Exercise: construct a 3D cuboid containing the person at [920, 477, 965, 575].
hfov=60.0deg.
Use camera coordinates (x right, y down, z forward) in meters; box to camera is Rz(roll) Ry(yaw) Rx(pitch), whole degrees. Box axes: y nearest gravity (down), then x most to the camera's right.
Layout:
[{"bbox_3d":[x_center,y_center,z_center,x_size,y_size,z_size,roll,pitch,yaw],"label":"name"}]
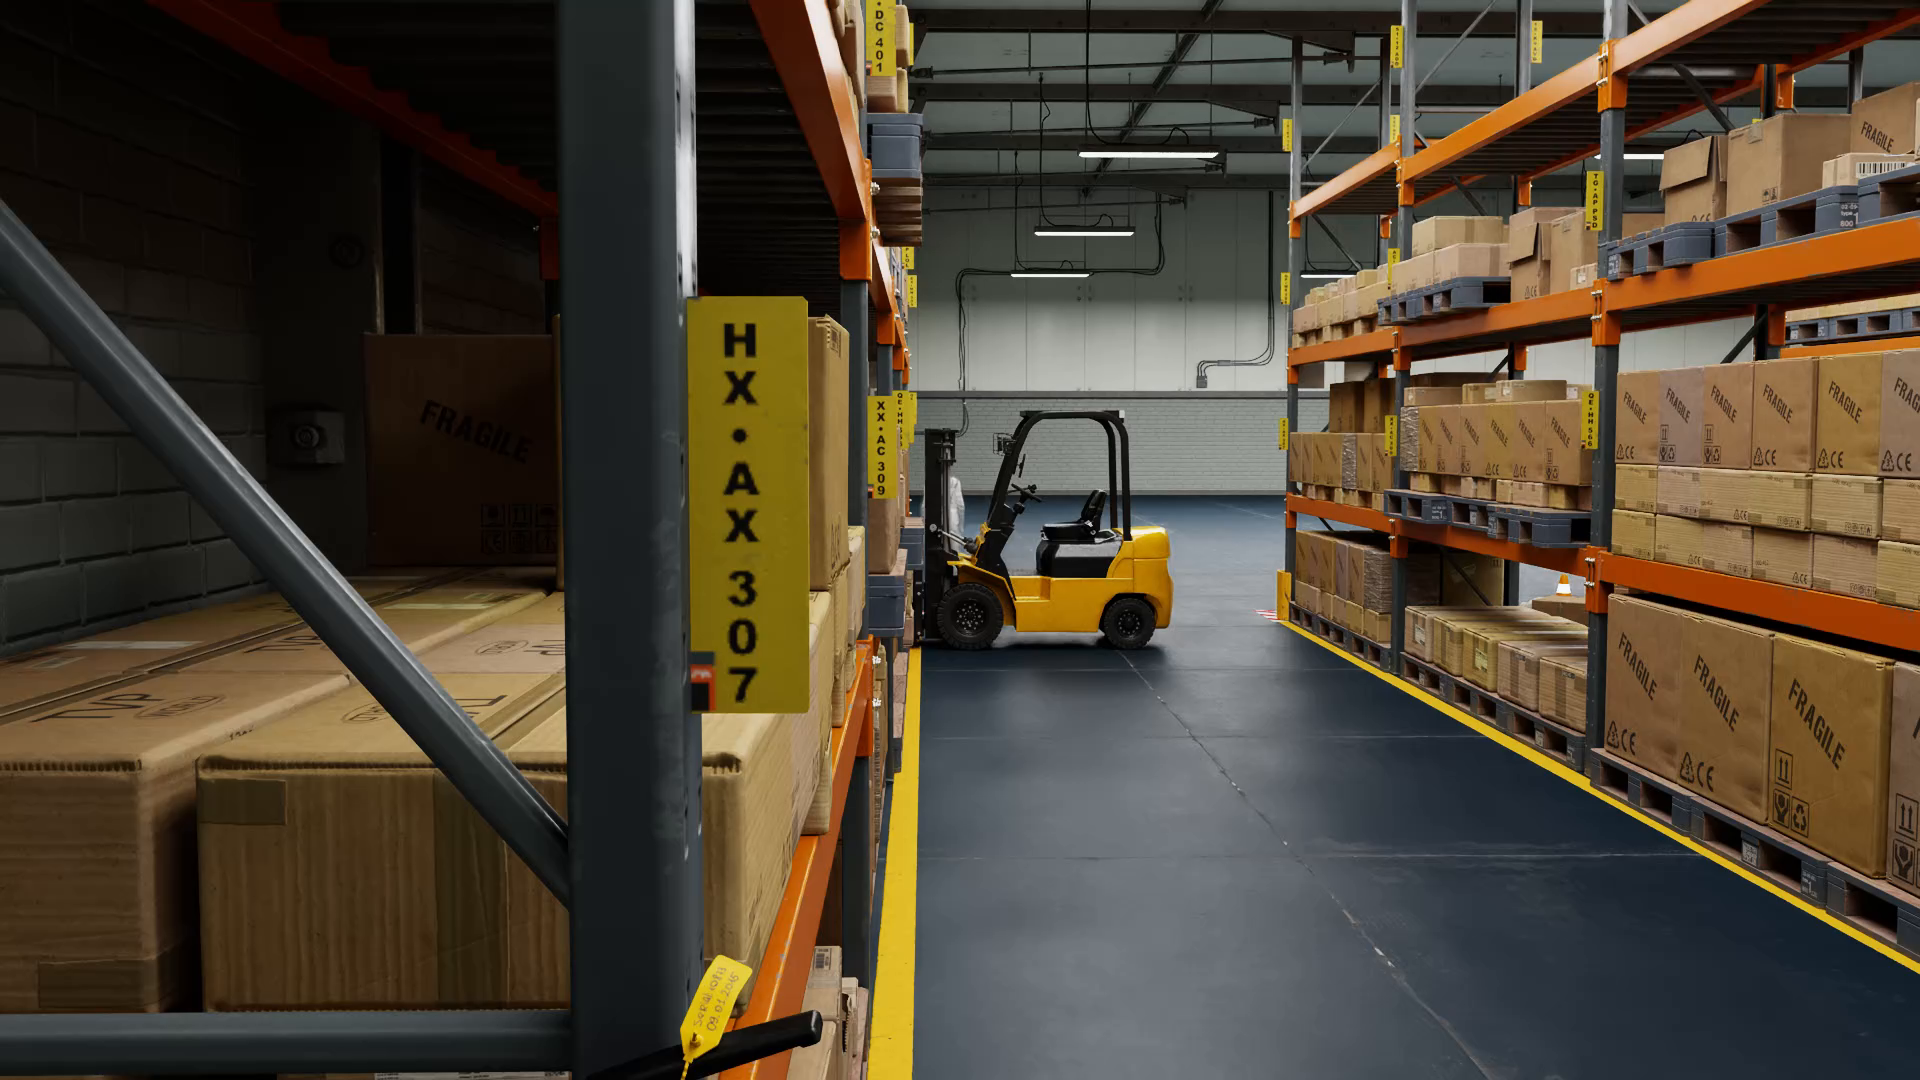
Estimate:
[{"bbox_3d":[-0.209,-0.156,19.648,0.526,1.662,0.374,0,4,-4],"label":"person"}]
